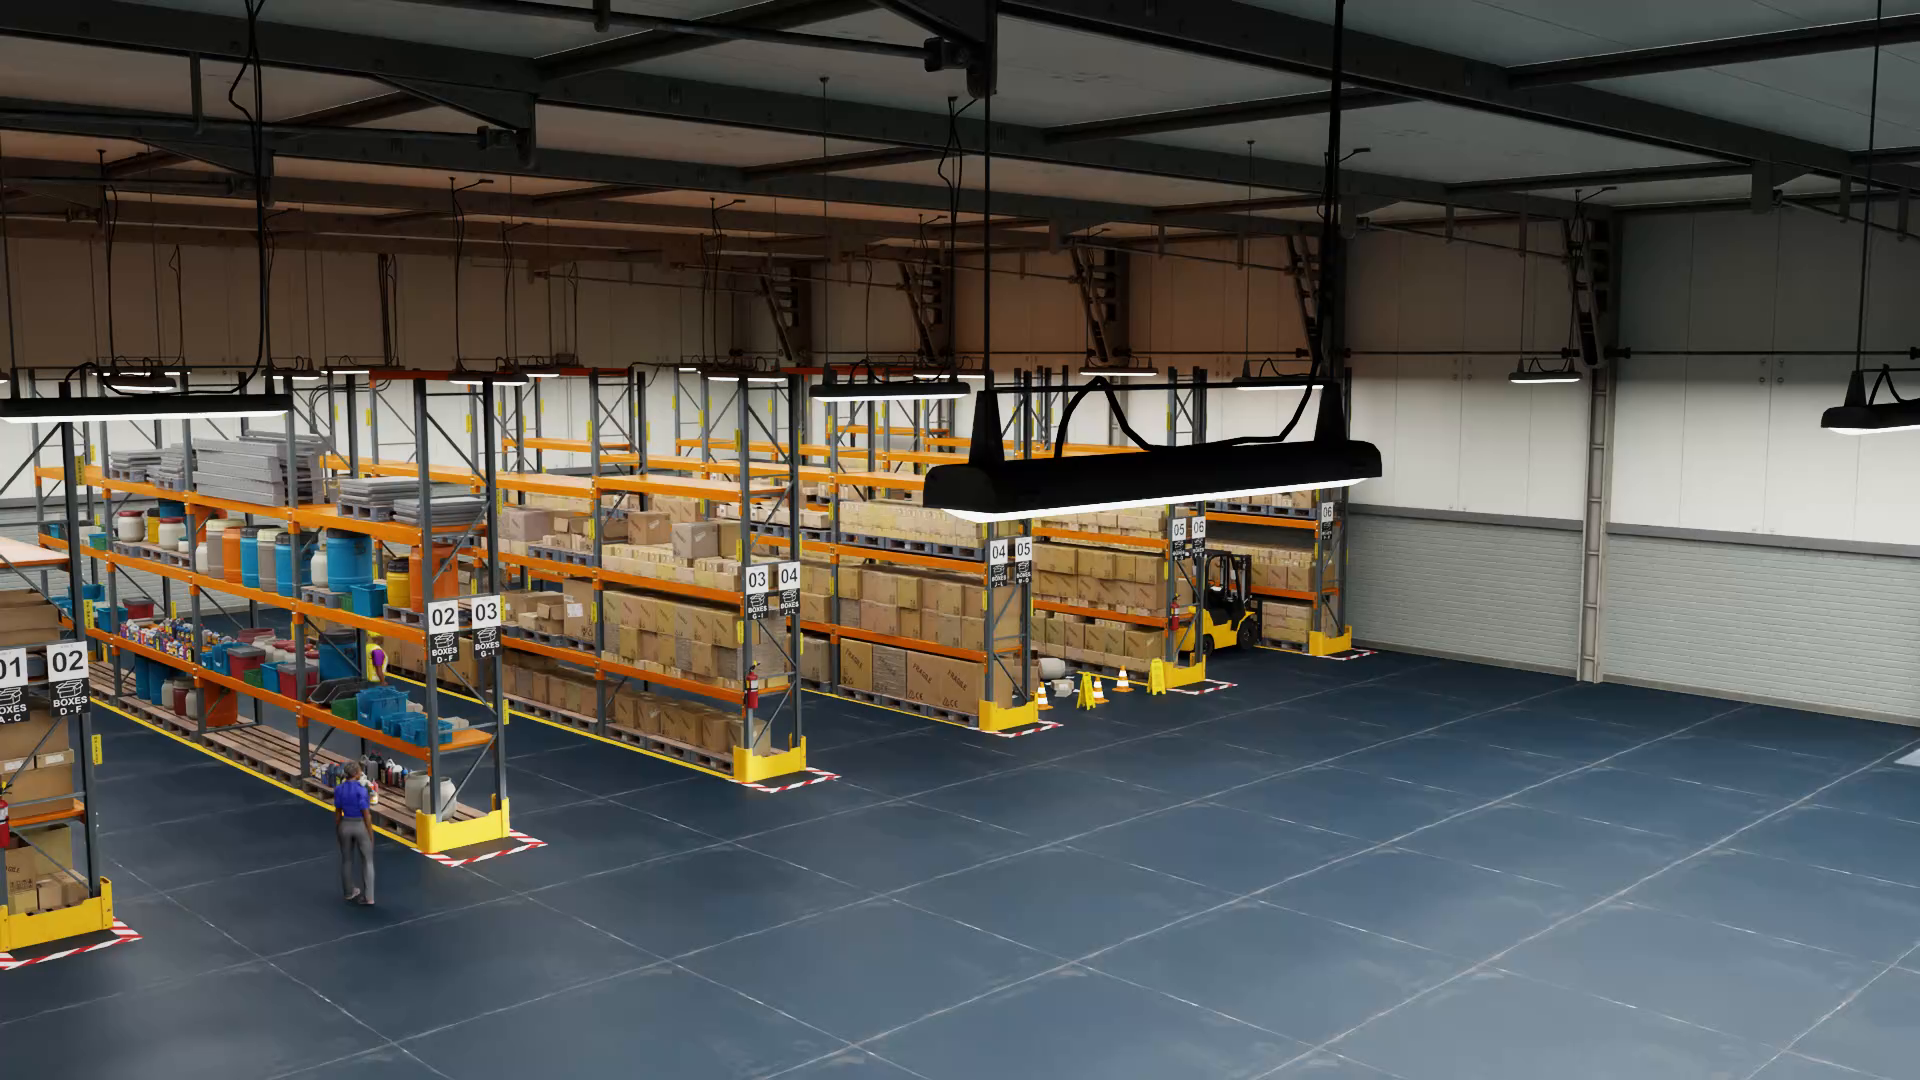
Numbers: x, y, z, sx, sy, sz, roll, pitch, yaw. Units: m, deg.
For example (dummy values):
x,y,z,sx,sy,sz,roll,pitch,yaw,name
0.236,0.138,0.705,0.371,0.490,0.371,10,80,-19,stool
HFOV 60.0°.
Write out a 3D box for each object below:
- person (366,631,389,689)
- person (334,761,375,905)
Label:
x,y,z,sx,sy,sz,roll,pitch,yaw,name
-9.672,2.311,27.708,0.606,1.703,0.625,-2,7,-16,person
-6.963,3.358,19.196,0.484,1.669,0.530,0,6,-1,person
